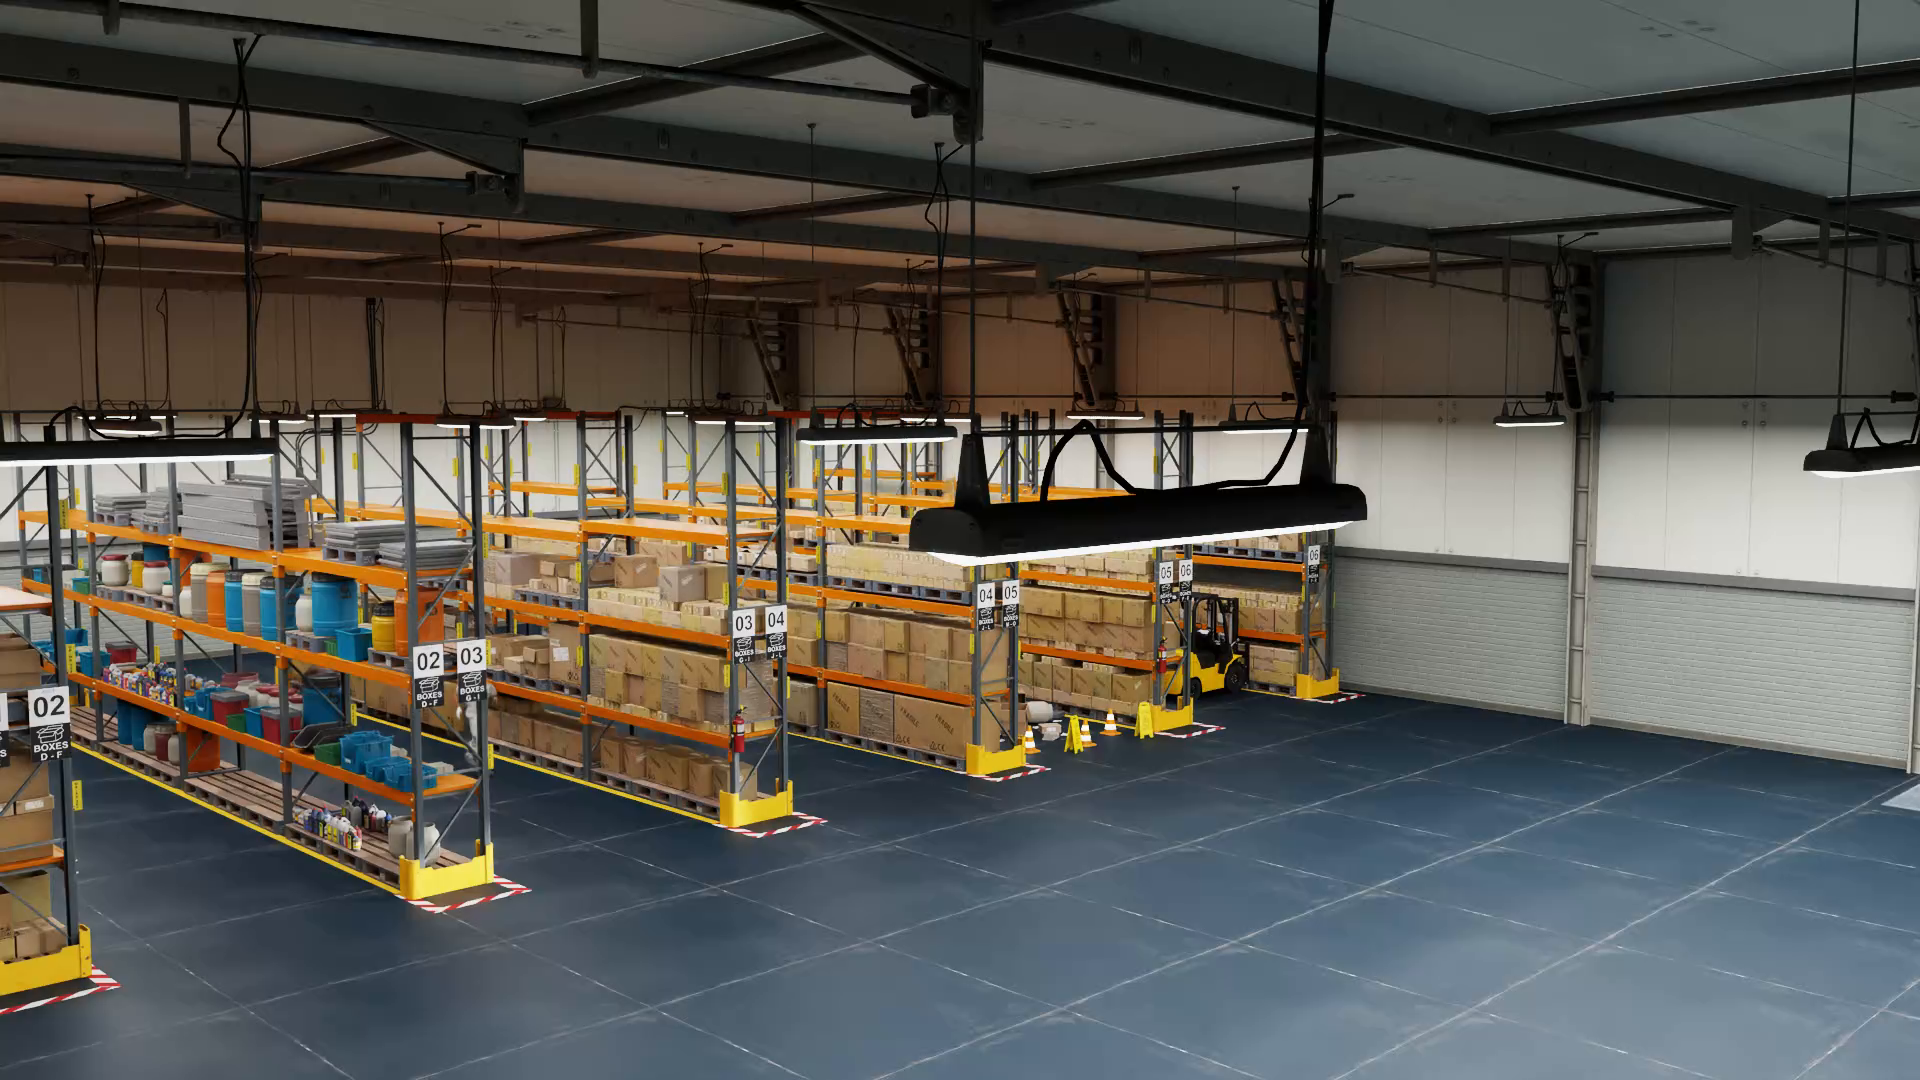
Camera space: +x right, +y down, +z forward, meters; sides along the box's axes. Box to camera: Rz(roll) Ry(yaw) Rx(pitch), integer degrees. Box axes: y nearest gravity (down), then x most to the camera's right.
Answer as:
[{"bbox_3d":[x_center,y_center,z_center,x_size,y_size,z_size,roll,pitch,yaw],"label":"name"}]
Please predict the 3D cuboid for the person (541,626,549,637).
[{"bbox_3d":[-10.132,1.917,41.139,0.521,1.699,0.725,4,6,36],"label":"person"}]

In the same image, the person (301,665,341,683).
[{"bbox_3d":[-11.278,2.877,29.649,0.828,1.846,0.669,3,6,32],"label":"person"}]

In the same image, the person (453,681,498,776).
[{"bbox_3d":[-8.075,2.993,27.856,0.918,1.814,0.654,4,6,40],"label":"person"}]
